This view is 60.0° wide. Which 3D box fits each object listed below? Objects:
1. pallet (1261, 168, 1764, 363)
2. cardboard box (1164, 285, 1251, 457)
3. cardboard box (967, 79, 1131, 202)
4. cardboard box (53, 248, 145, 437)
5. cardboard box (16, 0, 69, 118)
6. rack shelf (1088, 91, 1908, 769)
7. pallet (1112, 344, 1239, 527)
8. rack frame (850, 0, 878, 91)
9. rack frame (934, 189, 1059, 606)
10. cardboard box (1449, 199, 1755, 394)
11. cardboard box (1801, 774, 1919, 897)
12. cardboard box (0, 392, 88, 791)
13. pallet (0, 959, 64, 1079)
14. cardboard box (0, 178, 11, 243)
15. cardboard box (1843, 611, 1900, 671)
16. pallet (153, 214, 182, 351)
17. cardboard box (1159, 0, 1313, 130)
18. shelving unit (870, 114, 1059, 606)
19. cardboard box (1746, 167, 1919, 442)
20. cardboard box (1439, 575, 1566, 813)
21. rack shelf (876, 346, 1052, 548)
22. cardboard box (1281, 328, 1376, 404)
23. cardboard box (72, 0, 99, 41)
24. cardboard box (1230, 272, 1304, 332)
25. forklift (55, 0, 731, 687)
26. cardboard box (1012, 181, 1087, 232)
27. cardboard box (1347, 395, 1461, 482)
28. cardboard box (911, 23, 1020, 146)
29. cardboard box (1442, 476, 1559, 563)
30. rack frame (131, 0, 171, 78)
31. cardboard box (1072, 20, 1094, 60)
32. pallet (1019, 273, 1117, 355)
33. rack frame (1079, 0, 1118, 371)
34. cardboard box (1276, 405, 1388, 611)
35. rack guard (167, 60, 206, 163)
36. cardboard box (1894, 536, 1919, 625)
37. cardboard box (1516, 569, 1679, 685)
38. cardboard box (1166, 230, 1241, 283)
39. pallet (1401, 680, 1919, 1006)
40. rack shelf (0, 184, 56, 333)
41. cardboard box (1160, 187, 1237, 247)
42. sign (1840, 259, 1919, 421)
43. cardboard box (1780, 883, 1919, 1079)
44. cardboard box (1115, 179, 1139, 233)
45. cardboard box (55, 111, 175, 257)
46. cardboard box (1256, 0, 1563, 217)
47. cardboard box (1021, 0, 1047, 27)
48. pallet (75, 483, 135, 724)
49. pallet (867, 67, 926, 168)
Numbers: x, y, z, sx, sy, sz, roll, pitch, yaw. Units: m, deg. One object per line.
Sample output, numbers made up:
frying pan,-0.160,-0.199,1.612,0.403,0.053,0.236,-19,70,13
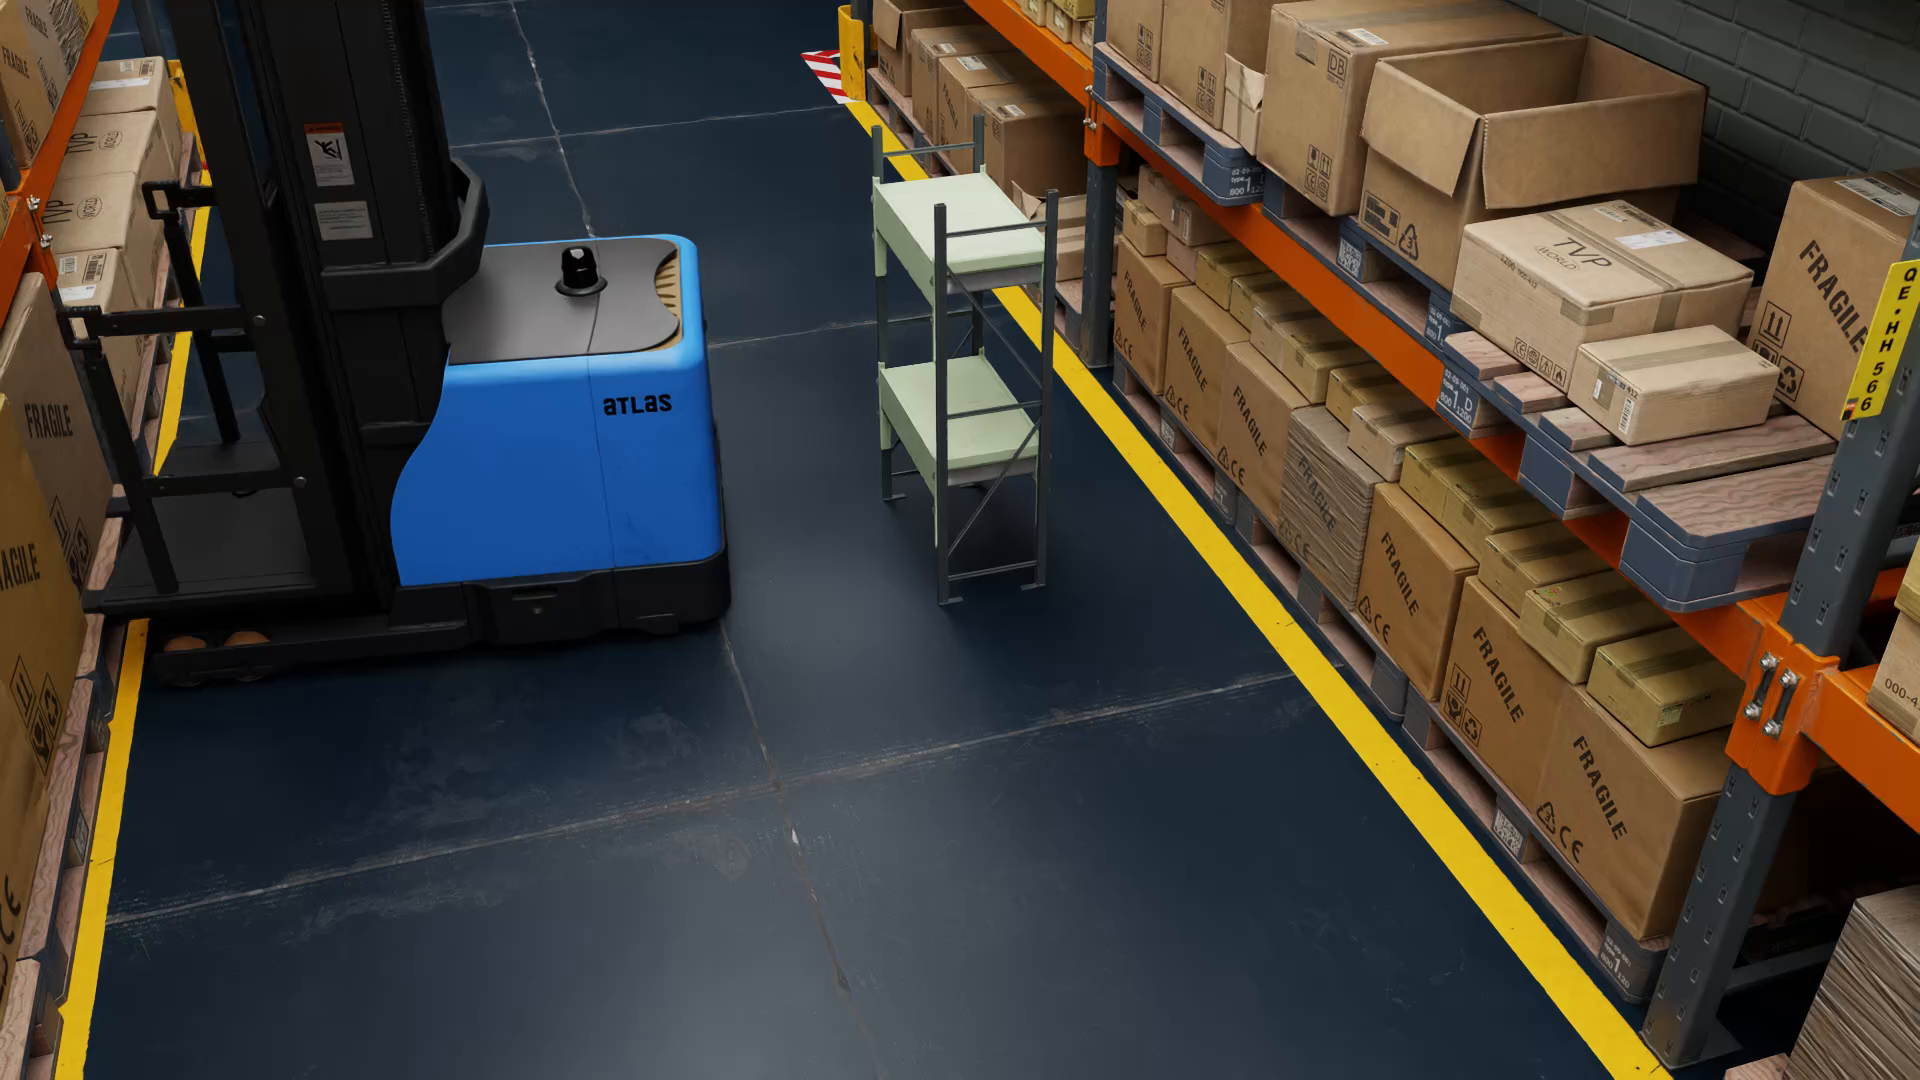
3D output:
pallet,1.653,-0.959,5.154,1.003,0.211,1.213,-10,35,-15
cardboard box,1.135,-0.681,6.447,0.500,0.500,0.500,-10,35,-15
cardboard box,0.447,-2.014,8.463,0.700,0.500,0.500,-11,35,-17
cardboard box,-3.785,-0.736,6.586,0.875,0.438,0.875,-11,35,-15
cardboard box,-3.739,-1.879,6.282,0.500,0.500,0.500,-10,35,-14
rack shelf,1.640,-0.769,5.345,1.077,0.370,4.000,-10,35,-15
pallet,1.314,-0.535,6.868,1.003,0.211,1.213,-10,35,-15
rack frame,-0.190,-4.219,9.914,1.000,3.000,0.127,-10,35,-15
rack frame,0.114,-0.430,5.540,0.400,1.500,0.023,-10,35,-15
cardboard box,1.620,-0.631,4.239,0.500,0.250,0.500,-12,35,-17
cardboard box,2.389,0.581,4.537,0.500,0.500,0.500,-9,34,-13
cardboard box,-3.148,0.214,4.751,0.875,0.875,0.875,-9,35,-13
pallet,-2.645,1.555,3.705,1.003,0.211,1.213,-10,35,-15
cardboard box,-3.319,-1.026,5.218,0.500,0.250,0.500,-11,35,-16
cardboard box,2.388,0.252,4.446,0.380,0.149,0.250,-8,34,-12
pallet,-4.229,-1.173,7.833,1.003,0.211,1.213,-10,35,-15
cardboard box,1.123,-1.772,5.739,0.700,0.500,0.500,-10,35,-14
shelving unit,0.002,-0.622,5.831,0.431,1.500,0.755,-10,35,-15
cardboard box,2.242,-0.532,3.863,0.500,0.500,0.500,-8,34,-12
cardboard box,1.774,0.399,4.812,0.500,0.500,0.500,-11,35,-15
rack shelf,0.002,-0.350,6.011,0.431,0.370,0.720,-10,35,-15
cardboard box,1.344,-0.614,5.756,0.380,0.149,0.250,-9,34,-13
cardboard box,-4.042,-2.412,7.088,0.500,0.500,0.500,-9,35,-13
cardboard box,1.230,-0.882,6.162,0.380,0.149,0.250,-11,35,-16
forklift,-2.360,-1.050,5.180,3.031,2.935,1.130,-5,34,-7
cardboard box,0.471,-1.584,8.025,0.396,0.266,0.258,-9,34,-13
cardboard box,1.481,-0.339,5.340,0.380,0.149,0.250,-12,35,-17
cardboard box,0.130,-2.559,9.288,0.700,0.500,0.500,-9,34,-13
cardboard box,1.670,-0.068,4.931,0.380,0.149,0.250,-9,35,-13
rack frame,-4.916,-3.382,8.648,1.000,3.000,0.127,-10,35,-15
cardboard box,0.692,-2.139,6.994,0.380,0.149,0.250,-10,35,-14
pallet,0.821,-1.316,8.050,1.003,0.211,1.213,-10,35,-15
rack frame,1.030,-2.119,6.735,1.000,3.000,0.127,-10,35,-15
cardboard box,1.435,-0.145,5.635,0.500,0.500,0.500,-11,35,-16
rack guard,-4.923,-2.352,9.356,1.175,0.500,0.348,-10,35,-15
cardboard box,2.129,0.114,3.040,0.500,0.250,0.500,-10,35,-15
cardboard box,1.746,0.224,4.489,0.380,0.149,0.250,-12,35,-17
cardboard box,1.044,-1.156,6.577,0.380,0.149,0.250,-11,35,-16
pallet,2.058,0.746,4.929,1.003,0.211,1.213,-10,35,-15
rack shelf,-3.086,0.068,4.079,1.077,0.370,4.000,-10,35,-15
cardboard box,1.011,-1.284,6.501,0.380,0.149,0.250,-12,35,-17
sign,1.736,-0.372,3.114,0.100,0.325,0.005,-10,35,-15
cardboard box,2.427,1.127,3.597,0.875,0.625,0.625,-9,34,-13
cardboard box,1.054,-1.559,7.946,0.500,0.311,0.500,-9,34,-13
cardboard box,-4.332,-1.680,8.014,0.875,0.438,0.875,-9,35,-13
cardboard box,1.362,-1.360,5.116,0.700,0.500,0.500,-10,35,-15
cardboard box,0.490,-2.404,7.396,0.380,0.149,0.250,-9,35,-13
pallet,-3.389,0.274,5.644,1.003,0.211,1.213,-10,35,-15
pallet,0.077,-2.597,9.989,1.003,0.211,1.213,-10,35,-15
